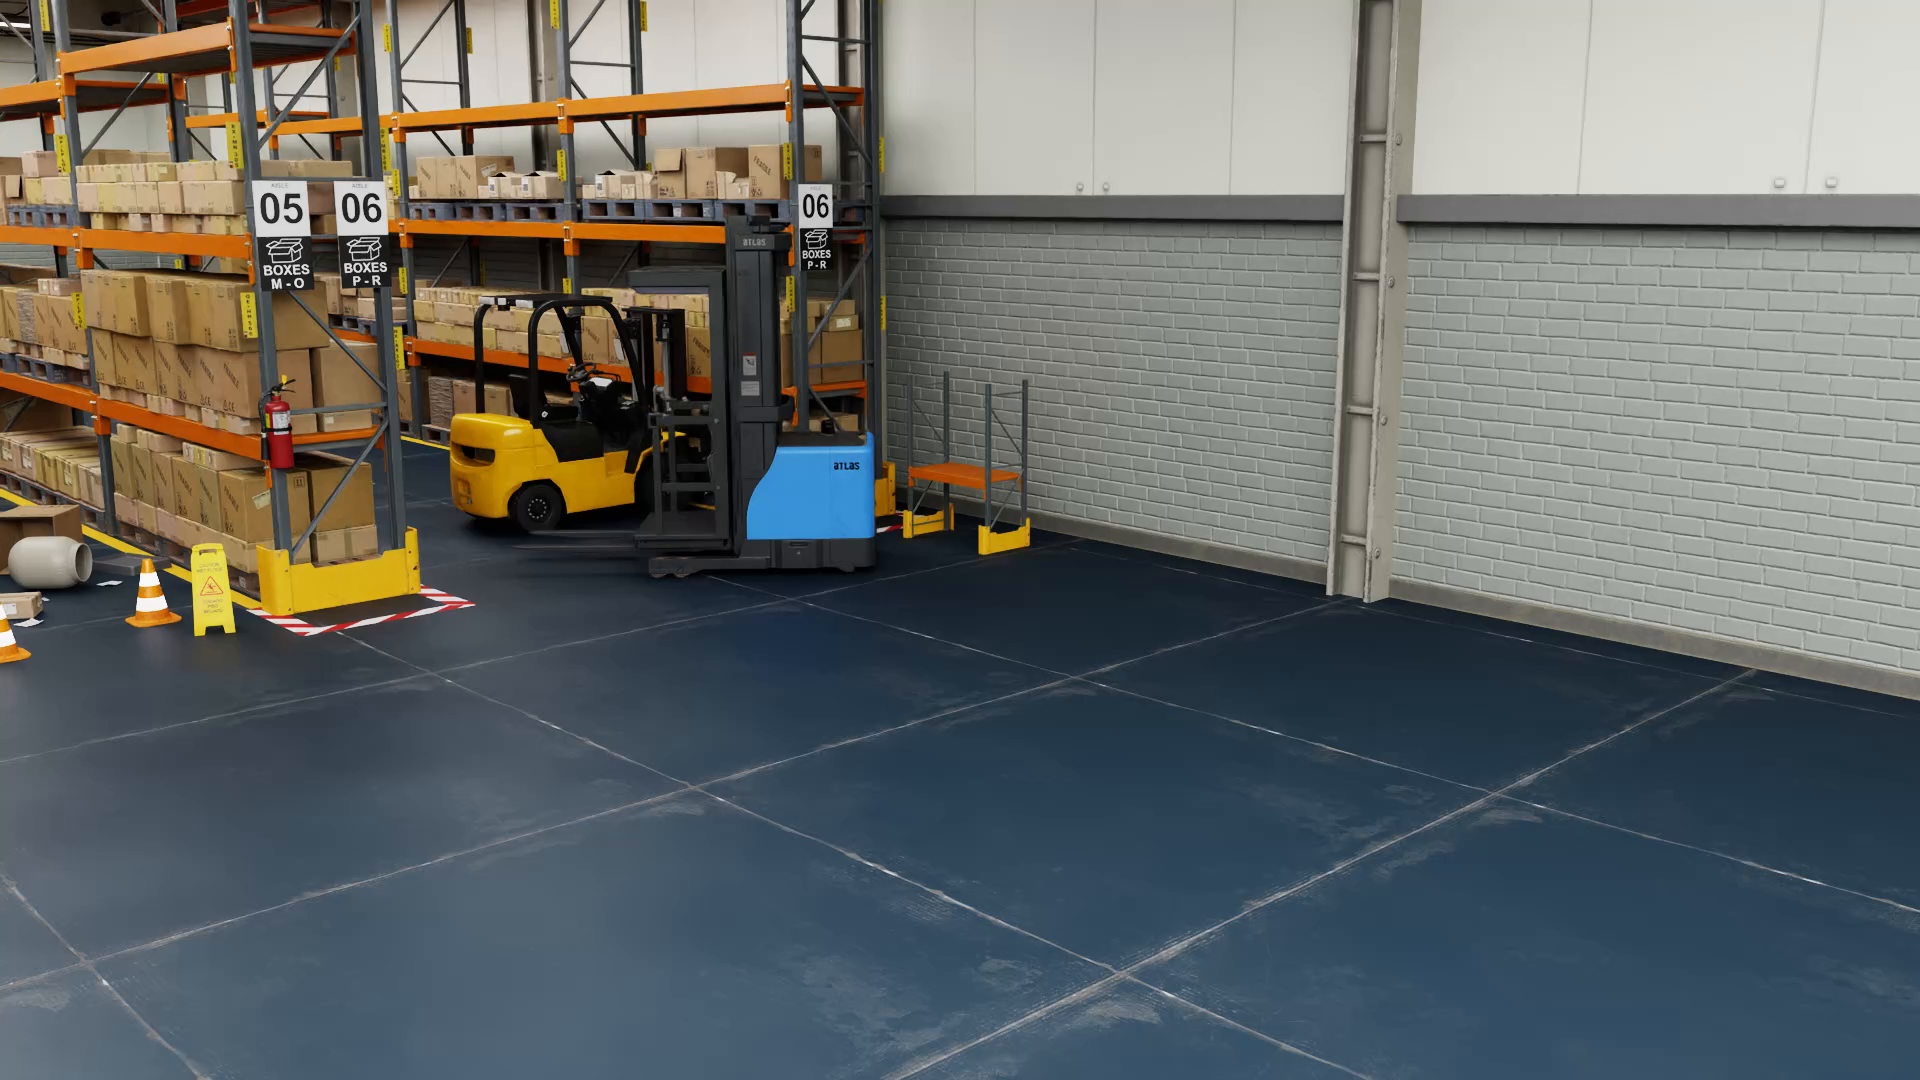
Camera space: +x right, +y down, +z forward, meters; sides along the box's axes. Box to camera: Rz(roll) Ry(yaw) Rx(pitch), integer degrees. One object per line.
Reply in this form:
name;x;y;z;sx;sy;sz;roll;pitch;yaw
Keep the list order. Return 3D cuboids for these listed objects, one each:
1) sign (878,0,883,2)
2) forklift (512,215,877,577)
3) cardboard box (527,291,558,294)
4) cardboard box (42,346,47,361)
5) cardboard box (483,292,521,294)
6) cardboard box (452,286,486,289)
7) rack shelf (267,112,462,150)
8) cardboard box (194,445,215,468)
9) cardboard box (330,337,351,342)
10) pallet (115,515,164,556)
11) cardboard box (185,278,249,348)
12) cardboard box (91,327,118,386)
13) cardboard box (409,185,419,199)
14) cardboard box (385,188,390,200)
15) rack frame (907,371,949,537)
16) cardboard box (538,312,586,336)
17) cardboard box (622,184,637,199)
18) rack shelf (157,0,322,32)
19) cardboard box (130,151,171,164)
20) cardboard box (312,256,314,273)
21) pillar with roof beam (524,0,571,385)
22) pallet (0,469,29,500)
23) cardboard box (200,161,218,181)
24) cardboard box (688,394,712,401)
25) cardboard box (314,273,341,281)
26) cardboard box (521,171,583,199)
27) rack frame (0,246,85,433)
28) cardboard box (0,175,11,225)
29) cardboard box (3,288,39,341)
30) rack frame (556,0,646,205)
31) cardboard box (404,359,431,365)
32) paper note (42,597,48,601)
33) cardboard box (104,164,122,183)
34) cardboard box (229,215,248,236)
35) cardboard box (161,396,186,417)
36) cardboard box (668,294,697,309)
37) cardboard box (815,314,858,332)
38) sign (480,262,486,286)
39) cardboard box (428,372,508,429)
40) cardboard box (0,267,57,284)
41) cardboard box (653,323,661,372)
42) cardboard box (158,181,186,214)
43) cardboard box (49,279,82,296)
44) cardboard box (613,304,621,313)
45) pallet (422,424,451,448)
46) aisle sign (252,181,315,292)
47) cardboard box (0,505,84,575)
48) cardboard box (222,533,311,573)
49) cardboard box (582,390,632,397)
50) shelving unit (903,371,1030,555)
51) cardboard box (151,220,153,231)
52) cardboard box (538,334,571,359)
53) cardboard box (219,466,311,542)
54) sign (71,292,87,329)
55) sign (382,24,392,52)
sign;-0.766;-5.231;15.631;0.100;0.325;0.005;-11;16;-43
forklift;-2.234;-1.235;13.980;3.031;2.935;1.130;-1;12;-3
cardboard box;-5.041;-2.942;20.239;0.380;0.149;0.250;-11;16;-42
cardboard box;-8.770;-1.843;16.342;0.380;0.149;0.250;-11;16;-43
cardboard box;-5.541;-2.916;20.116;0.380;0.149;0.250;-11;16;-43
cardboard box;-6.325;-3.196;21.474;0.380;0.149;0.250;-10;15;-41
rack shelf;-8.077;-5.530;22.567;1.077;0.370;4.000;-11;16;-43
cardboard box;-5.974;-0.695;13.496;0.380;0.149;0.250;-11;16;-42
cardboard box;-5.246;-1.366;13.463;0.500;0.500;0.500;-10;15;-41
pallet;-7.032;-0.114;15.279;1.003;0.211;1.213;-11;16;-43
cardboard box;-5.614;-1.792;13.052;0.700;0.500;0.500;-11;16;-42
cardboard box;-7.419;-1.664;14.909;0.500;0.500;0.500;-11;16;-43
cardboard box;-6.675;-4.365;20.859;0.380;0.166;0.250;-11;16;-43
cardboard box;-7.280;-4.498;21.600;0.250;0.149;0.380;11;16;44
rack frame;-0.292;-0.796;15.398;0.500;1.500;0.032;-11;16;-43
cardboard box;-4.458;-2.472;18.949;0.500;0.250;0.500;-11;16;-44
cardboard box;-3.313;-3.646;17.412;0.380;0.149;0.250;-10;15;-41
rack shelf;-10.840;-7.938;25.025;1.077;0.370;4.000;-11;16;-43
cardboard box;-7.986;-3.631;16.100;0.500;0.250;0.500;-11;16;-44
cardboard box;-10.295;-4.126;25.620;0.500;0.500;0.500;11;16;44
pillar with roof beam;-8.258;-5.122;17.812;9.100;9.000;0.400;-11;16;-43
pallet;-9.745;-0.676;18.009;1.003;0.211;1.213;-11;16;-43
cardboard box;-5.546;-2.811;12.675;0.380;0.149;0.250;-11;16;-43
cardboard box;-2.754;-1.421;18.009;0.500;0.250;0.500;-11;16;-42
cardboard box;-8.929;-3.510;23.563;0.700;0.500;0.500;-11;16;-42
cardboard box;-4.610;-4.017;18.811;0.500;0.311;0.500;11;16;43
rack frame;-10.284;-2.156;18.283;1.000;3.000;0.127;-11;16;-43
cardboard box;-9.636;-3.535;17.292;0.700;0.500;0.500;-11;16;-43
cardboard box;-9.404;-2.307;16.989;0.500;0.500;0.500;-11;16;-42
rack frame;-3.934;-5.203;18.204;1.000;3.000;0.127;-11;16;-43
cardboard box;-7.561;-2.419;23.103;0.380;0.149;0.250;-11;16;-44
paper note;-7.148;0.461;12.985;0.032;0.001;0.123;-11;16;-43
cardboard box;-7.001;-3.102;14.086;0.380;0.149;0.250;-11;16;-43
cardboard box;-5.208;-2.348;12.402;0.380;0.149;0.250;-11;16;-42
cardboard box;-6.465;-1.138;13.962;0.380;0.149;0.250;-11;16;-43
cardboard box;-2.796;-2.478;17.254;0.380;0.149;0.250;-11;16;-42
cardboard box;-1.218;-2.133;16.316;0.250;0.149;0.380;11;16;44
sign;-6.297;-3.493;21.904;0.100;0.325;0.005;-11;16;-43
cardboard box;-6.275;-1.798;21.389;0.875;0.625;0.625;-10;15;-41
cardboard box;-10.447;-2.801;18.686;0.500;0.500;0.500;11;16;43
cardboard box;-3.094;-2.065;17.592;0.500;0.500;0.500;-11;16;-43
cardboard box;-6.015;-2.716;13.200;0.500;0.250;0.500;-10;16;-41
cardboard box;-8.489;-2.425;15.955;0.250;0.149;0.380;11;16;43
cardboard box;-3.524;-2.477;17.982;0.380;0.149;0.250;-11;16;-43
pallet;-6.156;-1.357;21.314;1.003;0.211;1.213;-11;16;-43
aisle sign;-4.926;-2.213;12.113;0.394;0.787;0.004;-11;16;-43
cardboard box;-7.766;-0.003;14.022;0.500;0.500;0.500;-1;12;-4
cardboard box;-5.528;0.068;13.258;0.500;0.250;0.500;-11;16;-43
cardboard box;-3.827;-1.499;18.388;0.500;0.250;0.500;-11;16;-43
shelving unit;0.053;-0.723;15.045;0.587;1.500;1.083;-11;16;-43
cardboard box;-6.417;-2.613;13.690;0.380;0.149;0.250;-11;16;-42
cardboard box;-4.471;-2.228;19.004;0.500;0.250;0.500;-10;16;-41
cardboard box;-5.501;-0.296;13.166;0.500;0.500;0.500;-11;16;-42
sign;-7.920;-2.062;14.954;0.100;0.325;0.005;-11;16;-43
sign;-7.082;-6.206;20.561;0.100;0.325;0.005;-11;16;-43
